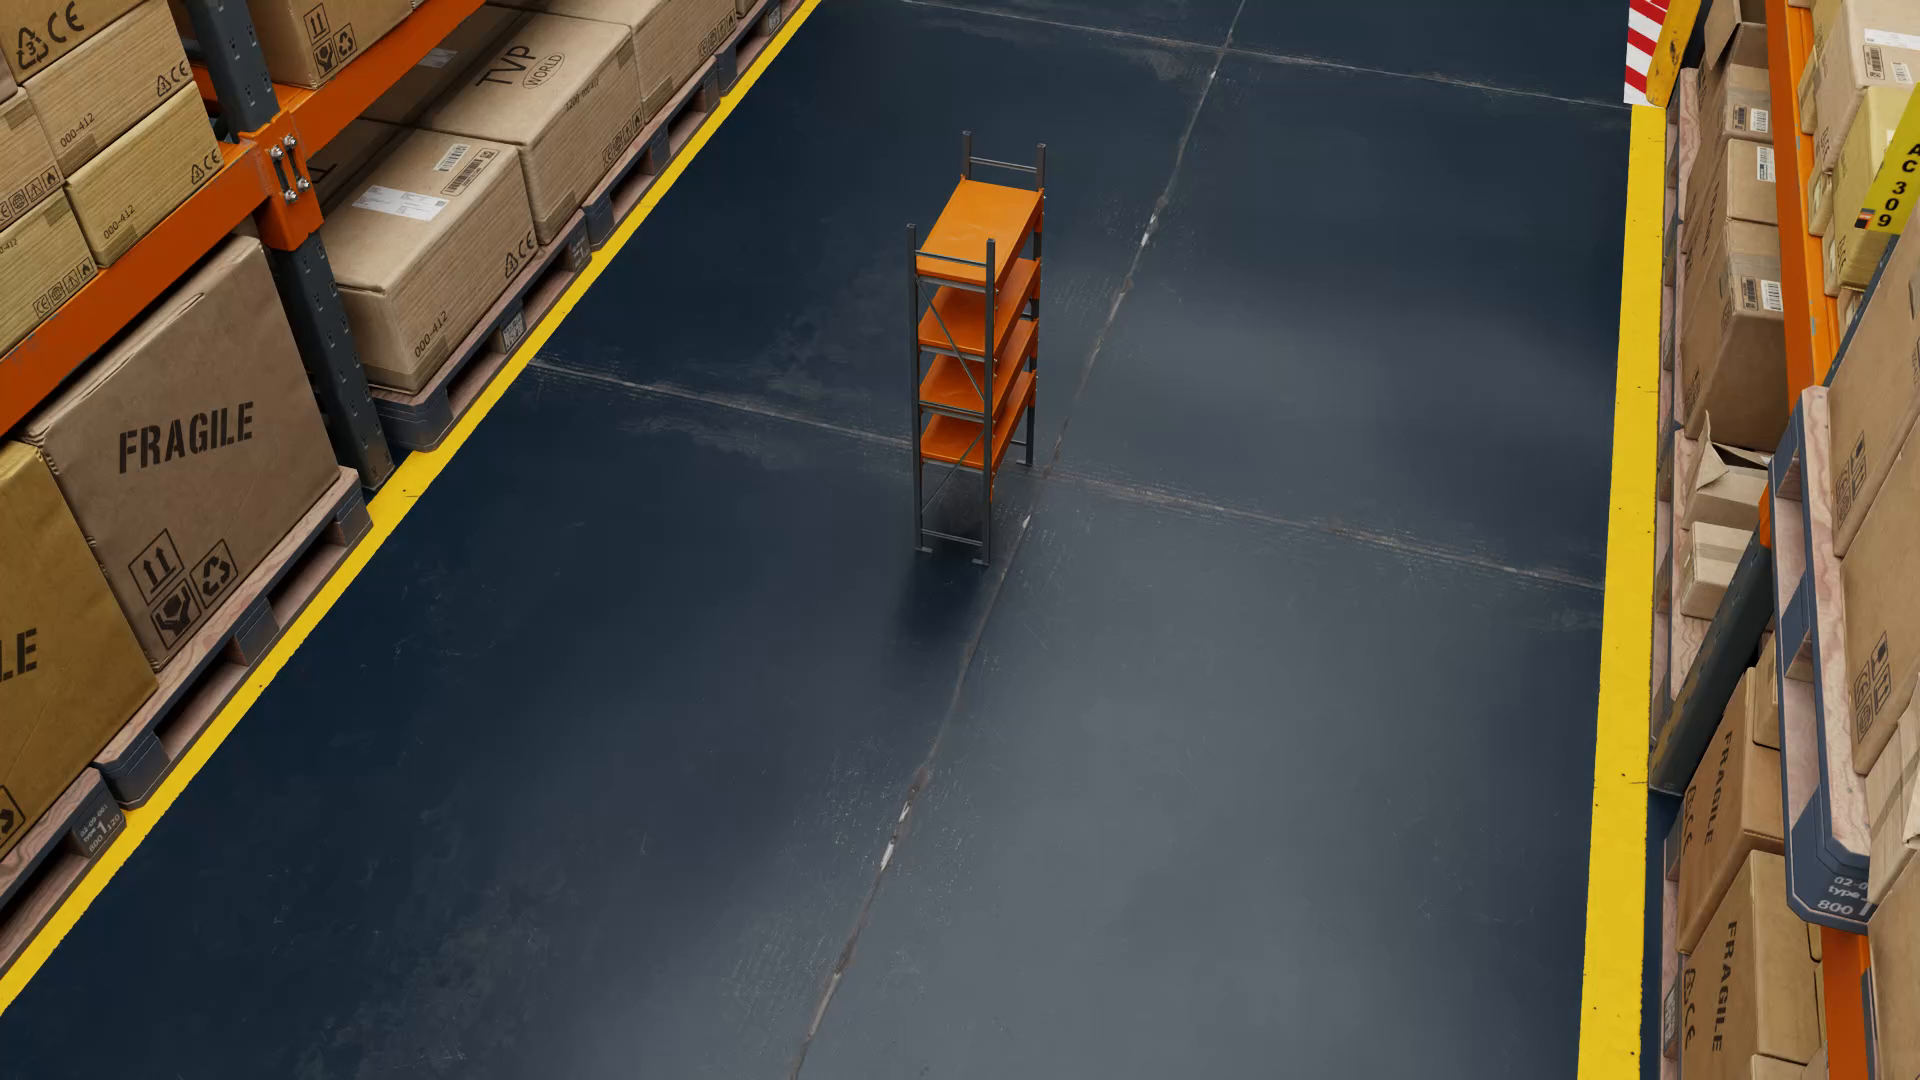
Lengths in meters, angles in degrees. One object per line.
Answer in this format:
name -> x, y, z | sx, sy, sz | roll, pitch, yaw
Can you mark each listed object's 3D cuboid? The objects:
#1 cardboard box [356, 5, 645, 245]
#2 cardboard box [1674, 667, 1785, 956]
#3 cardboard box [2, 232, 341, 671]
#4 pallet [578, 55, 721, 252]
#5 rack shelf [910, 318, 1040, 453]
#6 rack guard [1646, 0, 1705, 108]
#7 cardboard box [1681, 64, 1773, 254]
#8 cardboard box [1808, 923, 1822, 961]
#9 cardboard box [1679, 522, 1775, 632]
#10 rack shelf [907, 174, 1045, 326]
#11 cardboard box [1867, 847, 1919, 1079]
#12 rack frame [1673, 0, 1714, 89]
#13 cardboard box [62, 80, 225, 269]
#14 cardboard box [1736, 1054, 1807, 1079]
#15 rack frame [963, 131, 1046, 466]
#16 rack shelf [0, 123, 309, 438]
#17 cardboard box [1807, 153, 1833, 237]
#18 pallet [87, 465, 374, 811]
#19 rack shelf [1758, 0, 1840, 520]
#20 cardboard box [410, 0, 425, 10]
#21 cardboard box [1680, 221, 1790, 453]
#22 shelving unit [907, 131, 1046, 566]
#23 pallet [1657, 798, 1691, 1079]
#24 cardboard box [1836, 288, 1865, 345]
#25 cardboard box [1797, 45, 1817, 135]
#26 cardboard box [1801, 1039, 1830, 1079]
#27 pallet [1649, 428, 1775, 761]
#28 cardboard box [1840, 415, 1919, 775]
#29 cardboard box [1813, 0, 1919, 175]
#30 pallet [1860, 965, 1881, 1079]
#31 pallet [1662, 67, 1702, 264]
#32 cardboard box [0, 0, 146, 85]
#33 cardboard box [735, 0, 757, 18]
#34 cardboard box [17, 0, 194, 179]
cardboard box -> -1.793, -1.597, 6.269 | 0.875, 0.438, 0.875 | 11, 45, 11
cardboard box -> 2.015, 0.697, 3.880 | 0.500, 0.500, 0.500 | 14, 46, 14
cardboard box -> -2.467, -0.331, 4.662 | 0.875, 0.875, 0.875 | 14, 46, 14
pallet -> -1.683, -1.680, 6.815 | 1.003, 0.211, 1.213 | 13, 46, 12
rack shelf -> 0.050, -0.491, 4.990 | 0.258, 0.148, 0.480 | 13, 46, 13
rack guard -> 3.564, -2.043, 6.981 | 1.175, 0.500, 0.348 | 13, 46, 13
cardboard box -> 3.016, -1.295, 5.916 | 0.700, 0.500, 0.500 | 14, 46, 14
cardboard box -> 1.937, 0.748, 3.365 | 0.380, 0.149, 0.250 | 10, 45, 10
cardboard box -> 2.265, 0.114, 4.727 | 0.380, 0.149, 0.250 | 11, 45, 11
rack shelf -> 0.050, -0.820, 4.668 | 0.258, 0.148, 0.480 | 13, 46, 13
cardboard box -> 1.622, 0.636, 2.083 | 0.700, 0.500, 0.500 | 12, 46, 12
rack frame -> 3.587, -2.987, 6.158 | 1.000, 3.000, 0.127 | 13, 46, 13
cardboard box -> -2.251, -0.964, 4.198 | 0.500, 0.250, 0.500 | 12, 46, 12
cardboard box -> 1.708, 1.386, 3.176 | 0.500, 0.500, 0.500 | 11, 45, 11
rack frame -> 0.124, -0.702, 5.109 | 0.240, 1.200, 0.015 | 13, 46, 13
rack shelf -> -2.961, 0.220, 3.395 | 1.077, 0.370, 4.000 | 13, 46, 13
cardboard box -> 2.346, -0.854, 4.158 | 0.380, 0.149, 0.250 | 14, 46, 14
pallet -> -2.518, 0.157, 4.939 | 1.003, 0.211, 1.213 | 13, 46, 13
rack shelf -> 2.982, -1.397, 5.047 | 1.077, 0.370, 4.000 | 13, 46, 13
cardboard box -> -1.808, -1.998, 5.075 | 0.500, 0.500, 0.500 | 13, 46, 13
cardboard box -> 2.701, -0.603, 5.209 | 0.700, 0.500, 0.500 | 11, 45, 11
shelving unit -> 0.050, -0.539, 4.943 | 0.258, 1.200, 0.503 | 13, 46, 13
pallet -> 2.166, 1.226, 3.847 | 1.003, 0.211, 1.213 | 13, 46, 13
cardboard box -> 2.232, -0.497, 3.793 | 0.380, 0.149, 0.250 | 13, 46, 13
cardboard box -> 2.501, -1.199, 4.510 | 0.380, 0.149, 0.250 | 12, 46, 12
cardboard box -> 1.755, 1.092, 3.013 | 0.380, 0.149, 0.250 | 12, 46, 12
pallet -> 2.585, 0.218, 4.876 | 1.003, 0.211, 1.213 | 13, 46, 13
cardboard box -> 1.859, 0.113, 2.618 | 0.700, 0.500, 0.500 | 13, 46, 13
cardboard box -> 2.435, -1.102, 4.126 | 0.500, 0.250, 0.500 | 13, 46, 13
pallet -> 1.749, 1.116, 2.102 | 1.003, 0.211, 1.213 | 13, 46, 13
pallet -> 3.324, -1.408, 6.539 | 1.003, 0.211, 1.213 | 13, 46, 13
cardboard box -> -2.252, -1.412, 3.762 | 0.500, 0.500, 0.500 | 14, 46, 14
cardboard box -> -1.249, -2.810, 7.508 | 0.875, 0.438, 0.875 | 11, 45, 11
cardboard box -> -2.258, -1.150, 4.030 | 0.500, 0.250, 0.500 | 12, 46, 12
